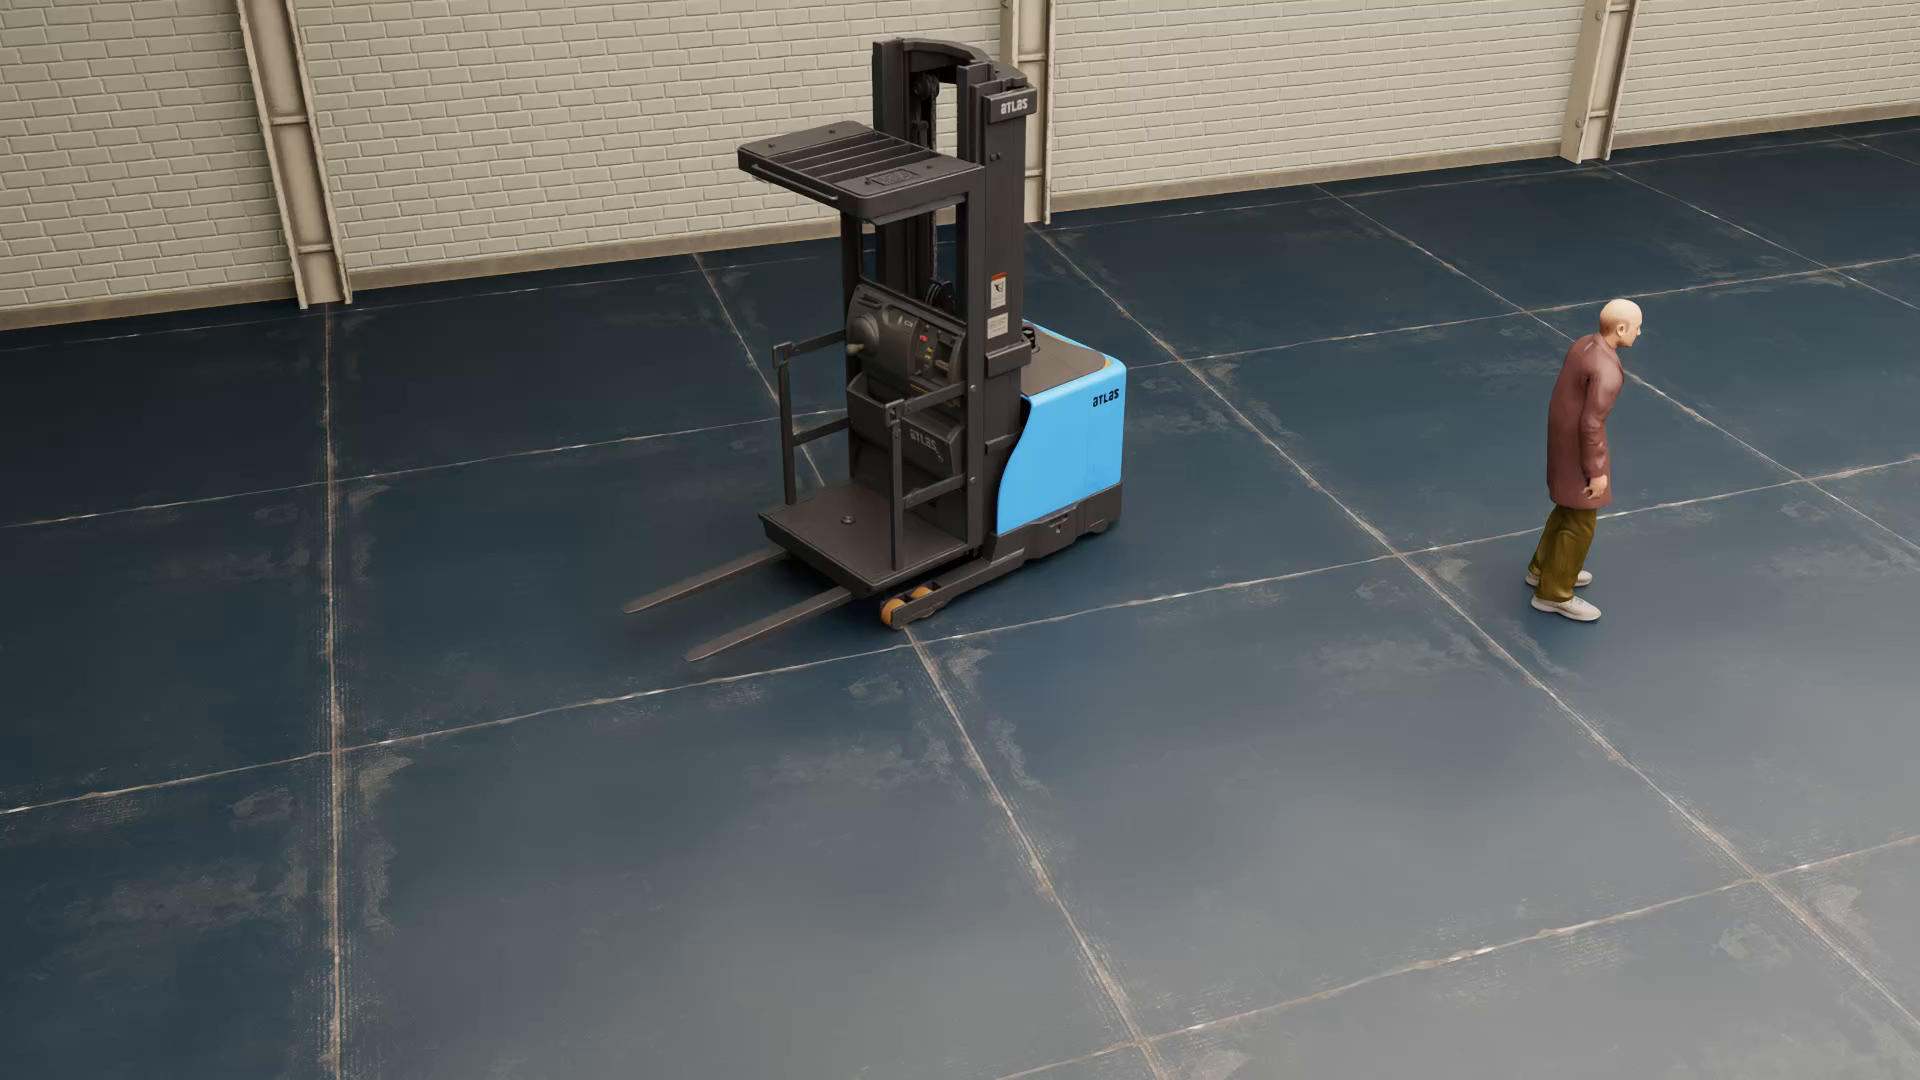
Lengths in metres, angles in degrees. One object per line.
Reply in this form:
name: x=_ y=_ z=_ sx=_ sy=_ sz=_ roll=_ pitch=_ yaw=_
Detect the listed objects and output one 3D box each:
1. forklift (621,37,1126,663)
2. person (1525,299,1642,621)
forklift: x=-0.461 y=-1.072 z=8.951 sx=3.031 sy=2.935 sz=1.130 roll=-23 pitch=37 yaw=-34
person: x=3.401 y=-0.466 z=9.059 sx=0.436 sy=1.772 sz=0.646 roll=4 pitch=30 yaw=7
